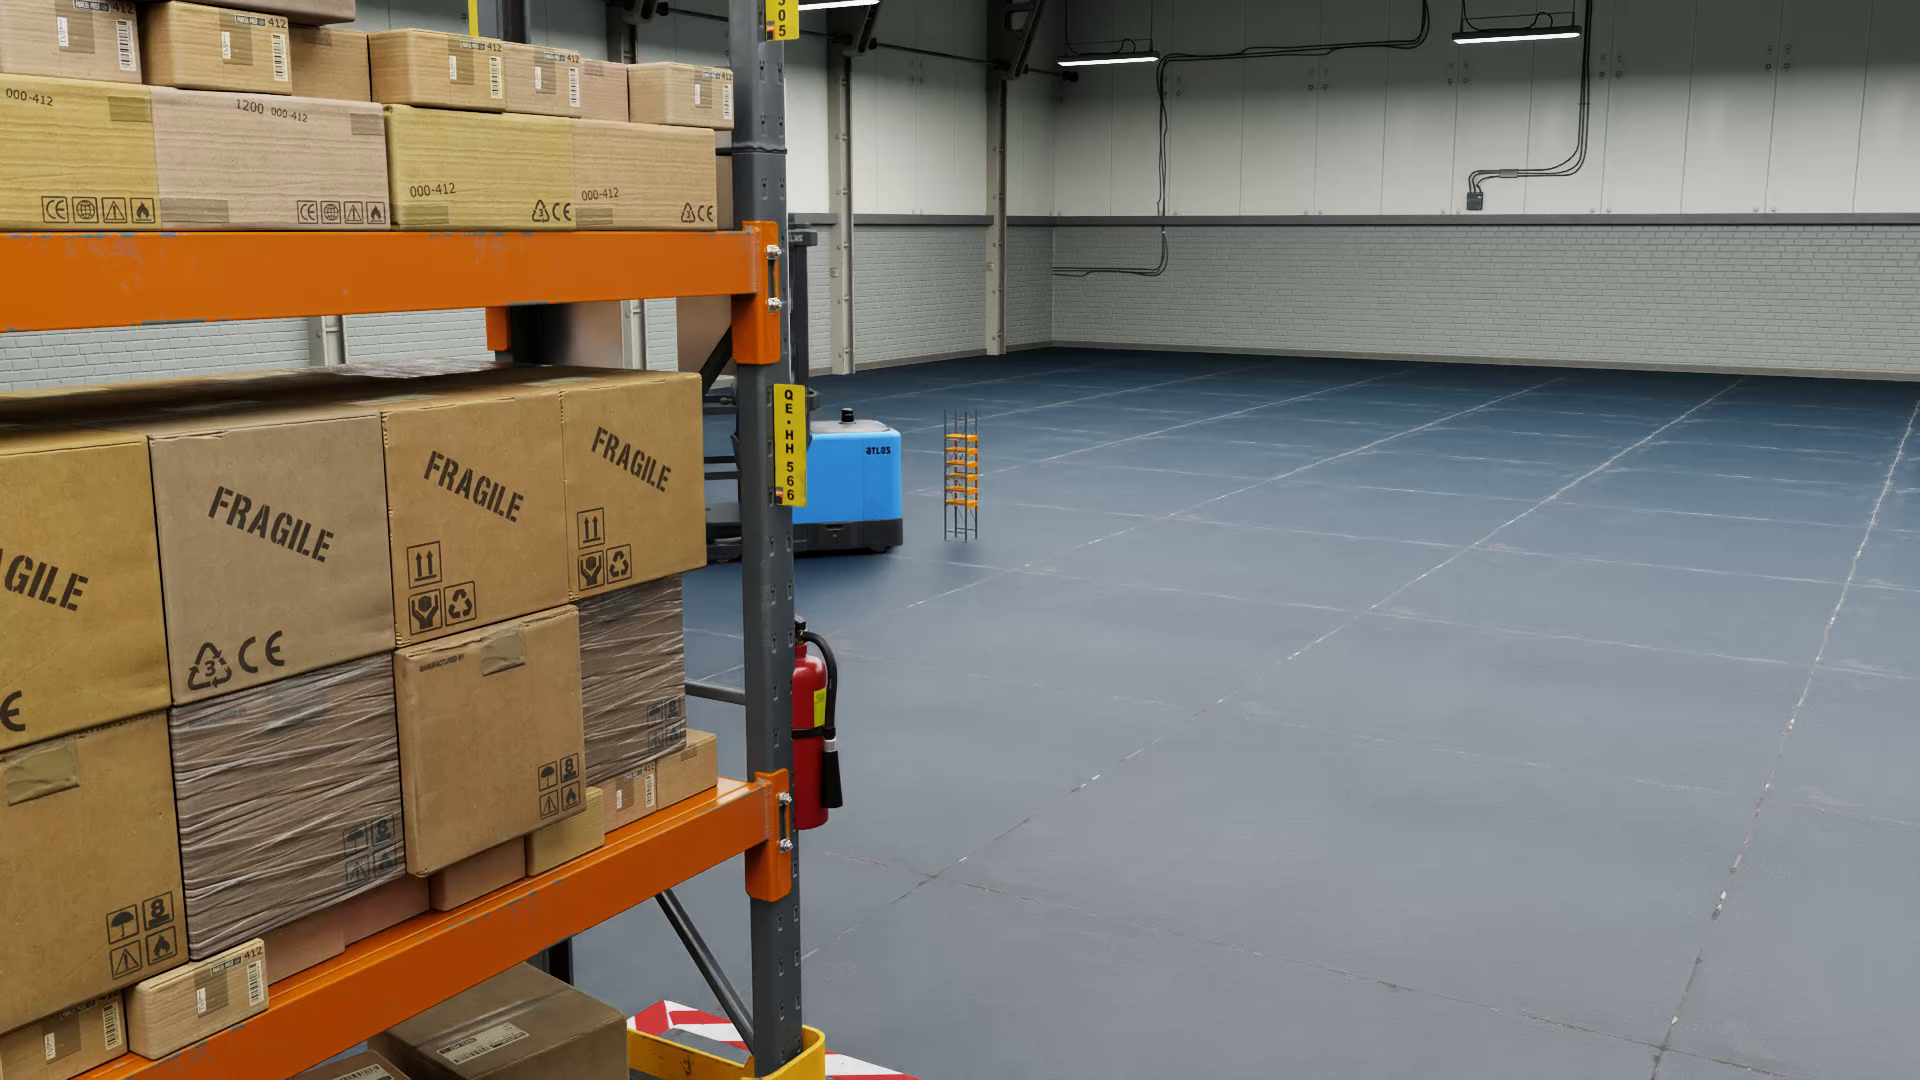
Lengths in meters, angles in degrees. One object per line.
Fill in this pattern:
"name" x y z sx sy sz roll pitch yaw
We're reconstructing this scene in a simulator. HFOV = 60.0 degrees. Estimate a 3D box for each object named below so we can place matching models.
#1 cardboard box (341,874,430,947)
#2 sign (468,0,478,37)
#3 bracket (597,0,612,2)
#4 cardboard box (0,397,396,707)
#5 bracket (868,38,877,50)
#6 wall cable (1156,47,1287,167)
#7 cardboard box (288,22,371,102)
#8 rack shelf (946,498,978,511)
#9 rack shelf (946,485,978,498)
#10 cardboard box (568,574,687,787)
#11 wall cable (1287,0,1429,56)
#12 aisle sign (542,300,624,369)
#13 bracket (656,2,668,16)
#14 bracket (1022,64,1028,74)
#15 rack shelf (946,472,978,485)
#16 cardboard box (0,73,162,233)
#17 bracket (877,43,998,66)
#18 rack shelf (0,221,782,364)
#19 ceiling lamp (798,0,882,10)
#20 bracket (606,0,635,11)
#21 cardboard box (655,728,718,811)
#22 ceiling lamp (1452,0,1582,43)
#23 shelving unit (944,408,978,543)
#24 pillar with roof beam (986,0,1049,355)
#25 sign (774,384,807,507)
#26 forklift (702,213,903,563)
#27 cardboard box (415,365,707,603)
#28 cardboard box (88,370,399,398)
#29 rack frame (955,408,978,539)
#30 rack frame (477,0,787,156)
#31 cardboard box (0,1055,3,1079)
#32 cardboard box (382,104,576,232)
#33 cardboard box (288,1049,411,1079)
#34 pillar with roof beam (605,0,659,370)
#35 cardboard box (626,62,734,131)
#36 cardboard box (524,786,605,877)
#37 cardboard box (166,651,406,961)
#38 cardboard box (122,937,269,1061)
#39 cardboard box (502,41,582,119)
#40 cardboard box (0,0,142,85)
"cardboard box" -1.413 0.761 3.717 0.380 0.149 0.250 6 12 31
"sign" -1.381 -1.540 4.796 0.100 0.325 0.005 6 12 31
"bracket" -6.667 -8.025 23.882 0.076 0.066 4.783 6 12 31
"cardboard box" -1.508 -0.003 3.317 0.500 0.500 0.500 6 12 31
"bracket" -1.784 -9.505 31.784 0.235 0.232 0.430 6 12 31
"wall cable" 5.784 -9.682 37.229 3.097 2.526 0.112 6 12 31
"cardboard box" -1.423 -0.955 3.373 0.380 0.149 0.250 7 12 31
"rack shelf" 0.008 -0.312 15.204 0.258 0.103 0.180 6 12 31
"rack shelf" 0.008 -0.430 15.182 0.258 0.103 0.180 6 12 31
"cardboard box" -1.226 0.305 4.391 0.875 0.500 0.500 6 12 31
"wall cable" 8.429 -11.622 35.231 3.097 2.526 0.112 6 12 31
"aisle sign" -1.141 -0.900 4.842 0.394 0.787 0.004 6 12 31
"bracket" -4.899 -8.561 26.743 0.235 0.232 0.430 6 12 31
"bracket" 1.332 -10.448 36.824 0.235 0.232 0.430 6 12 31
"rack shelf" 0.008 -0.548 15.160 0.258 0.103 0.180 6 12 31
"cardboard box" -1.737 -0.646 2.807 0.500 0.250 0.500 6 12 30
"bracket" -0.437 -9.913 33.963 0.076 0.066 4.783 6 12 31
"rack shelf" -1.955 -0.390 2.986 1.077 0.370 4.000 6 12 31
"ceiling lamp" -1.864 -9.023 23.128 2.000 3.185 0.800 6 12 31
"bracket" -5.330 -8.431 26.046 0.235 0.232 0.430 6 12 31
"cardboard box" -0.889 0.604 4.554 0.380 0.149 0.250 6 12 31
"ceiling lamp" 9.182 -9.749 27.010 2.000 3.185 0.800 6 12 31
"shelving unit" 0.008 -0.592 15.152 0.258 1.200 0.189 6 12 31
"pillar with roof beam" 4.492 -8.237 34.791 9.100 9.000 0.548 6 12 31
"sign" -0.453 -0.252 4.440 0.100 0.325 0.005 6 12 31
"forklift" -2.078 -1.341 14.450 3.031 2.935 1.130 -3 11 -15
"cardboard box" -0.991 -0.161 4.159 0.500 0.500 0.500 6 12 31
"cardboard box" -1.701 -0.132 4.008 0.500 0.500 0.500 6 12 31
"rack frame" 0.055 -0.606 15.229 0.240 1.200 0.006 6 12 31
"rack frame" -0.917 -2.533 4.324 1.000 3.000 0.127 6 12 31
"cardboard box" -1.858 0.926 2.833 0.380 0.149 0.250 6 12 31
"cardboard box" -1.207 -0.806 3.658 0.500 0.250 0.500 6 12 31
"cardboard box" -1.537 1.632 4.032 0.500 0.500 0.500 -10 14 -43
"pillar with roof beam" -1.738 -6.349 24.710 9.100 9.000 0.548 6 12 31
"cardboard box" -0.794 -1.107 4.184 0.380 0.149 0.250 6 12 31
"cardboard box" -1.105 0.688 4.108 0.380 0.149 0.250 6 12 31
"cardboard box" -1.680 0.469 3.512 0.875 0.500 0.500 6 12 31
"cardboard box" -1.577 0.850 3.240 0.380 0.149 0.250 6 12 31
"cardboard box" -1.078 -1.024 3.740 0.380 0.149 0.250 6 12 28
"cardboard box" -1.658 -0.864 2.889 0.380 0.149 0.250 6 12 28
